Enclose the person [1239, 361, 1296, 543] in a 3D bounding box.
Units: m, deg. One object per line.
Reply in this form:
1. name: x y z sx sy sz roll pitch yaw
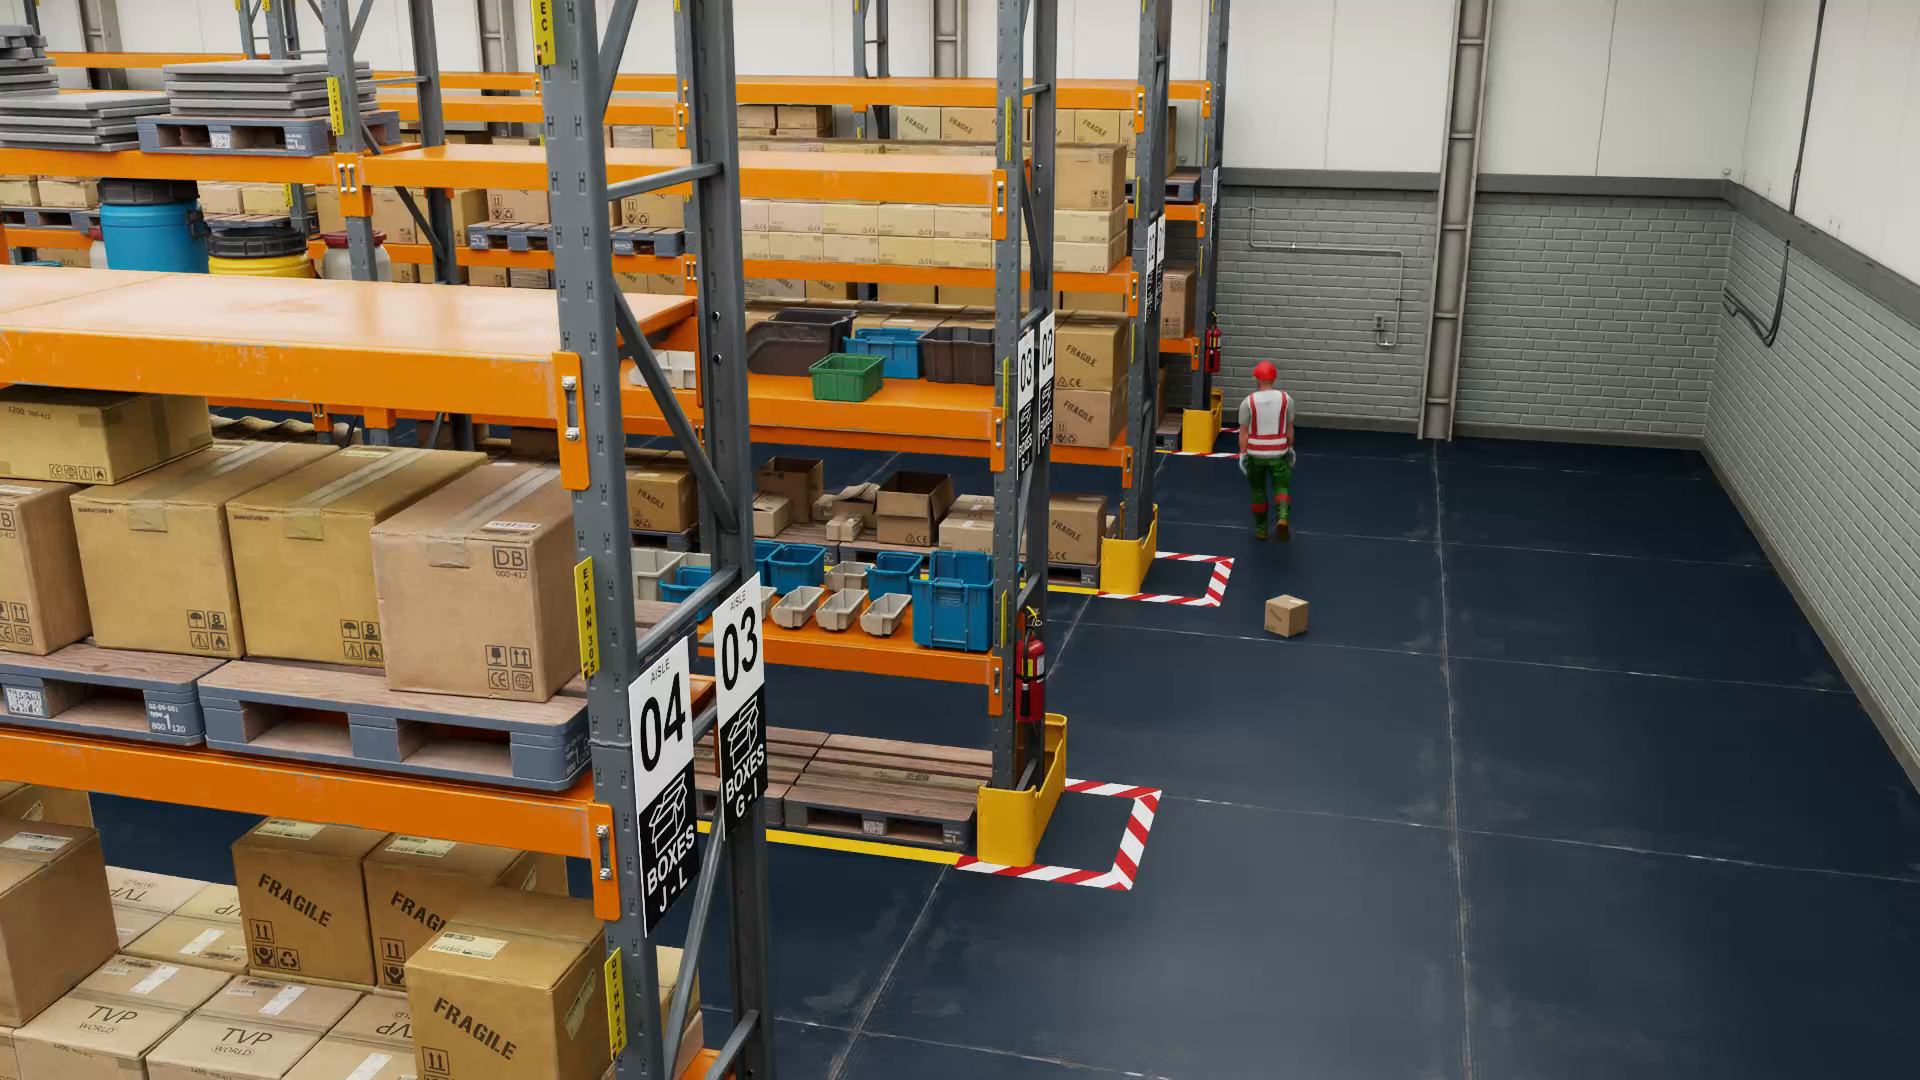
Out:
1. person: 2.897 -0.819 15.714 0.569 1.762 0.764 1 18 4
